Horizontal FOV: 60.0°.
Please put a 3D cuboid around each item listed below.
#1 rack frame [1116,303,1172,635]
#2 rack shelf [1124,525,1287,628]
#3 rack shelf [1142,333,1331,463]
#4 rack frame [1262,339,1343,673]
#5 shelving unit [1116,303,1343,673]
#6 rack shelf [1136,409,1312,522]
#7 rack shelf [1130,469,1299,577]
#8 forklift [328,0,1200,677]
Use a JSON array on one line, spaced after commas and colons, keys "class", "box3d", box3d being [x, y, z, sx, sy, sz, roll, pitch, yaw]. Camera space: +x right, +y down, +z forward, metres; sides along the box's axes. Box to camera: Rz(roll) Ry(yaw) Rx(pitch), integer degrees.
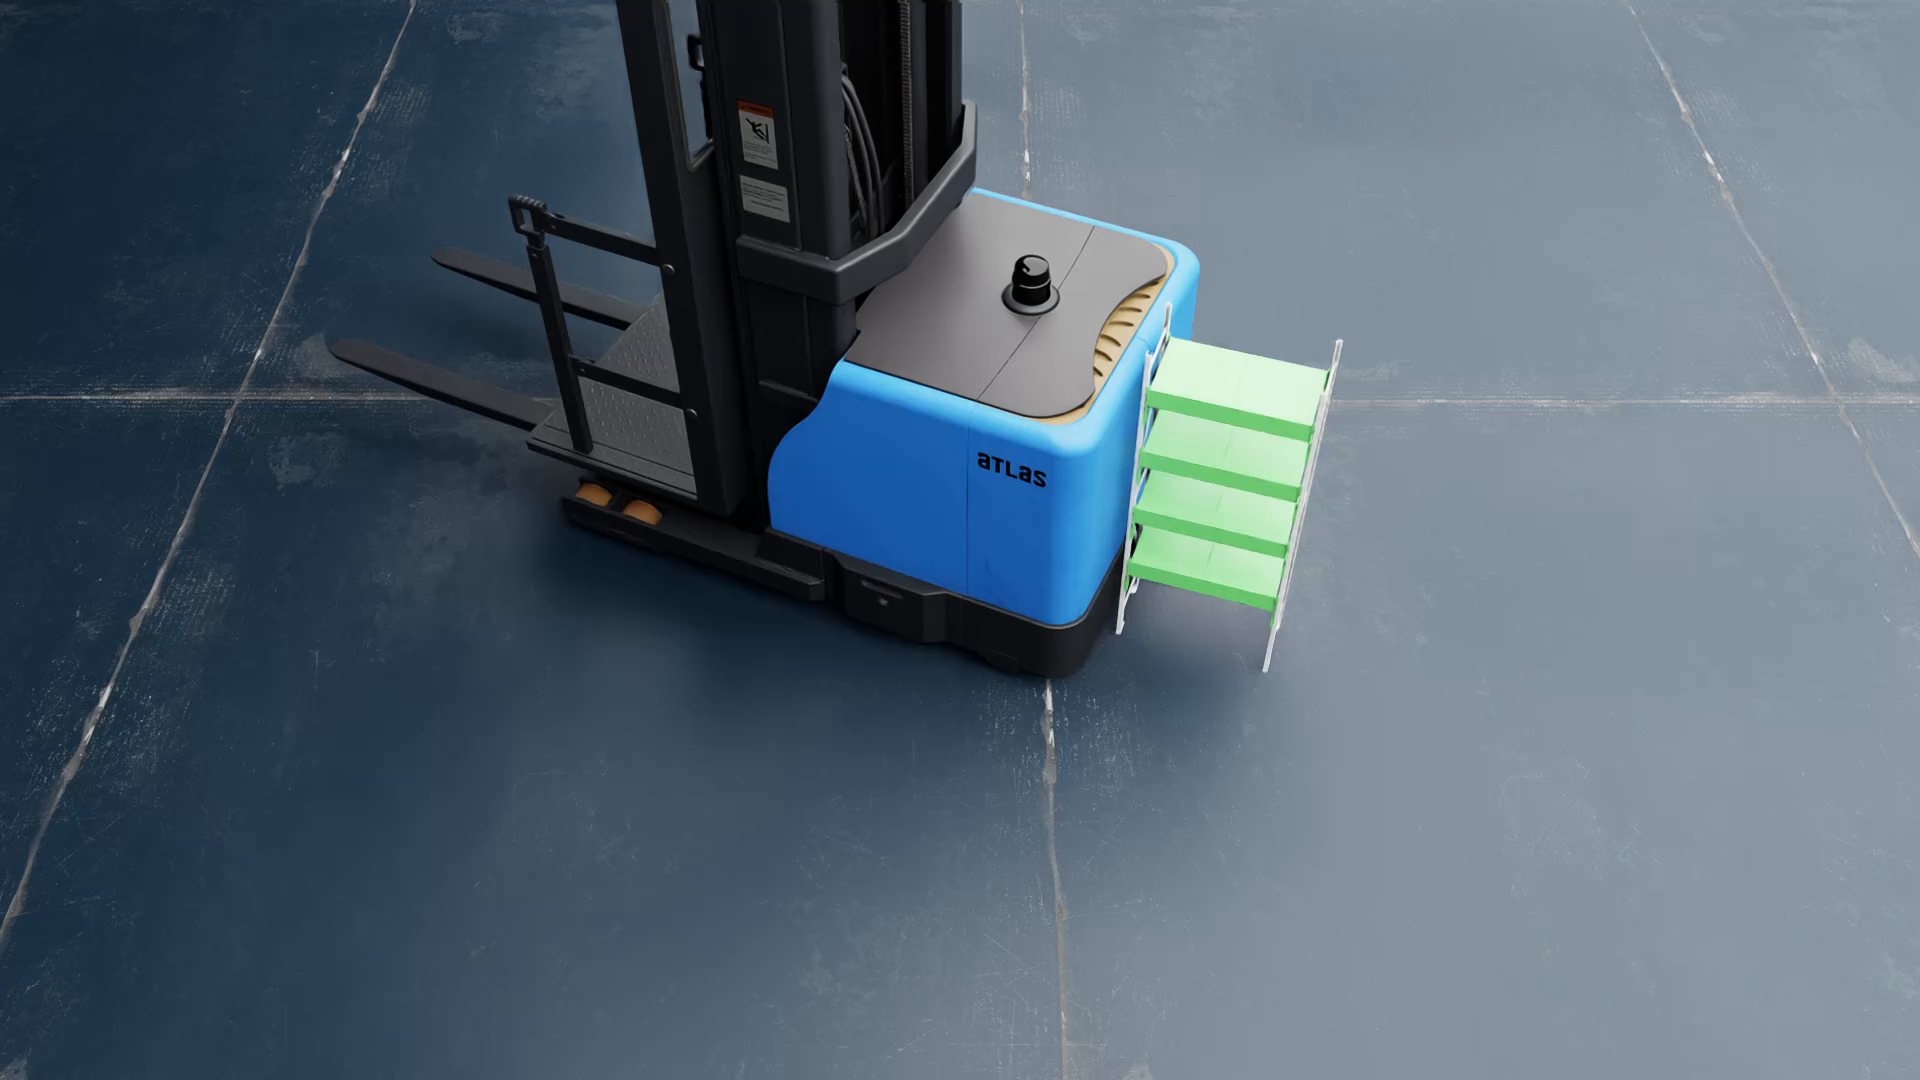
[{"class": "rack frame", "box3d": [0.558, -0.182, 5.100, 0.015, 1.200, 0.240, 14, 49, 13]}, {"class": "rack shelf", "box3d": [0.789, 0.083, 5.268, 0.480, 0.148, 0.258, 14, 49, 13]}, {"class": "rack shelf", "box3d": [0.789, -0.407, 4.741, 0.480, 0.148, 0.258, 14, 49, 13]}, {"class": "rack frame", "box3d": [1.019, -0.066, 4.991, 0.015, 1.200, 0.240, 14, 49, 13]}, {"class": "shelving unit", "box3d": [0.789, -0.124, 5.046, 0.503, 1.200, 0.258, 14, 49, 13]}, {"class": "rack shelf", "box3d": [0.789, -0.244, 4.917, 0.480, 0.148, 0.258, 14, 49, 13]}, {"class": "rack shelf", "box3d": [0.789, -0.080, 5.092, 0.480, 0.148, 0.258, 14, 49, 13]}, {"class": "forklift", "box3d": [-0.805, -1.303, 4.961, 3.031, 2.935, 1.130, 19, 50, 17]}]
